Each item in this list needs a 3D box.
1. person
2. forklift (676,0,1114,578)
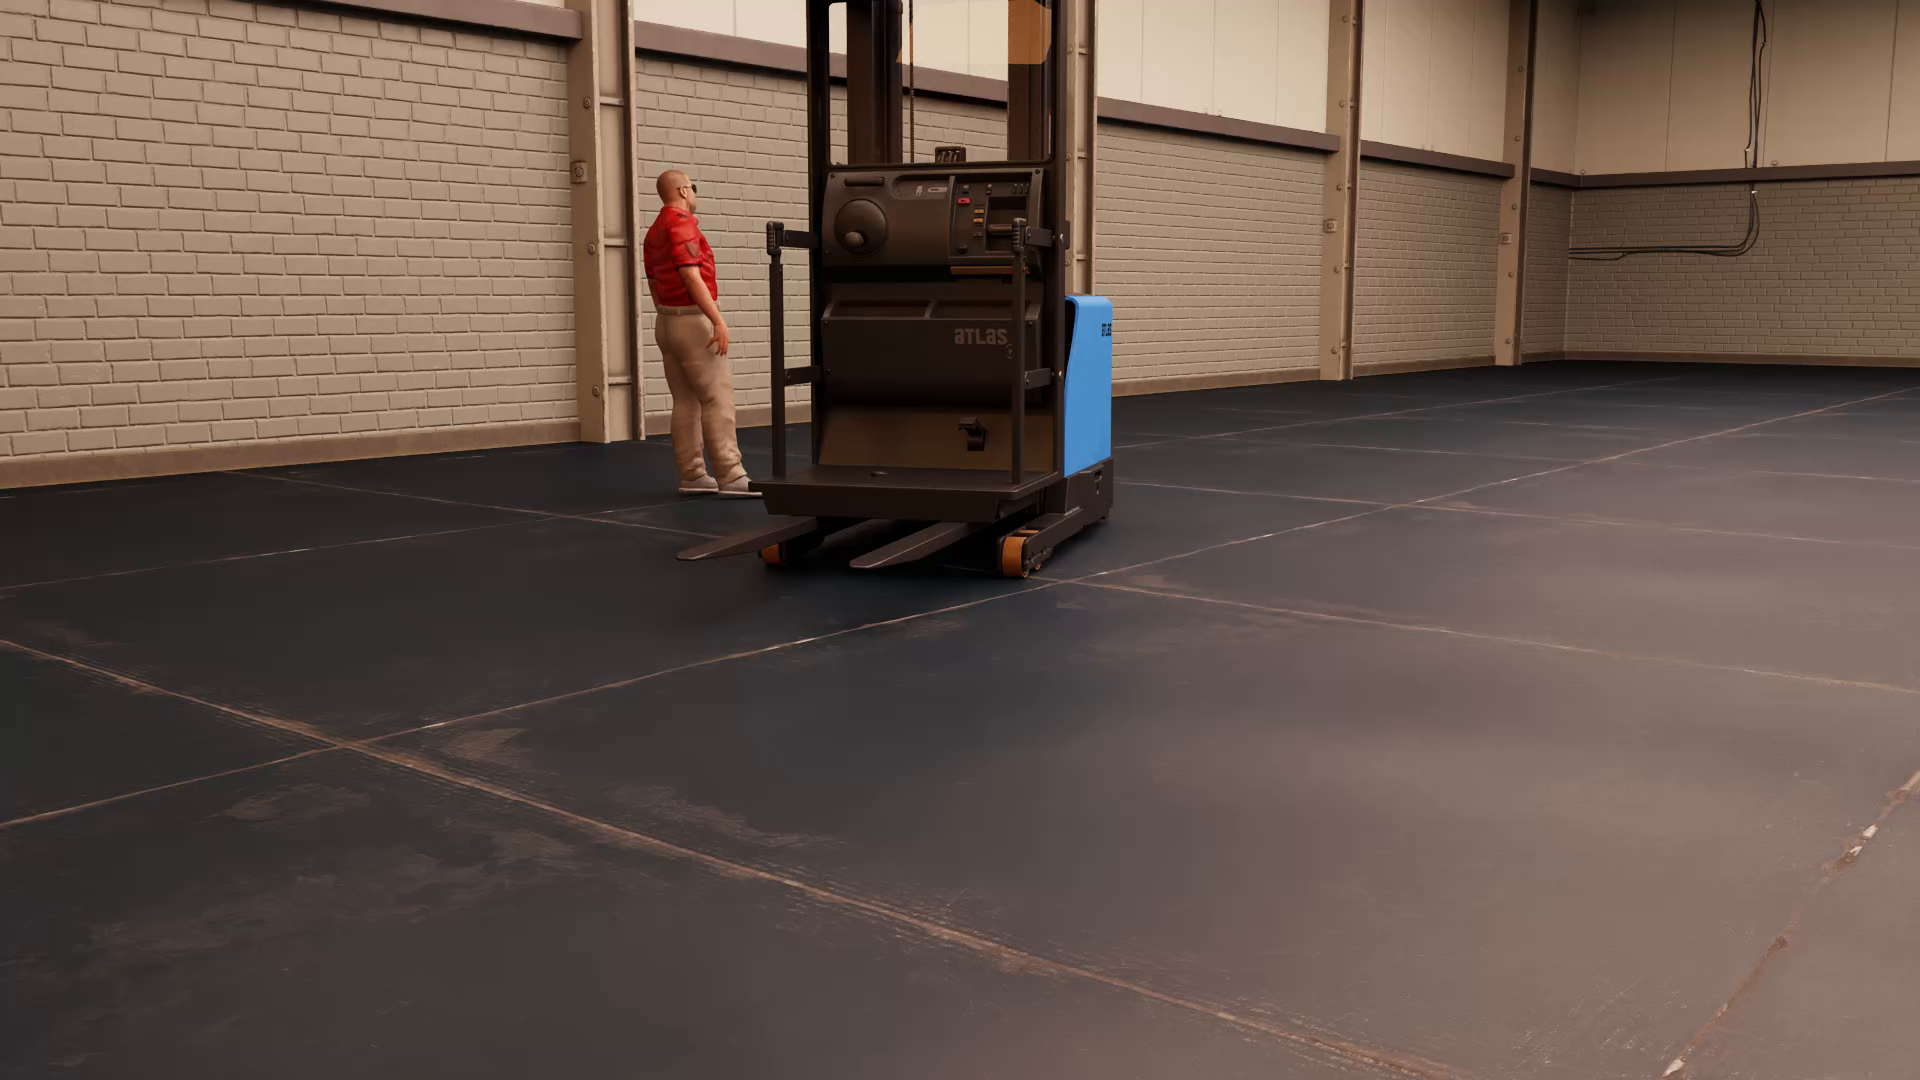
[{"bbox_3d":[-1.368,-1.109,8.961,0.550,1.727,0.640,-5,10,-33],"label":"person"},{"bbox_3d":[-0.176,-1.366,6.616,1.130,2.935,3.031,3,9,17],"label":"forklift"}]
